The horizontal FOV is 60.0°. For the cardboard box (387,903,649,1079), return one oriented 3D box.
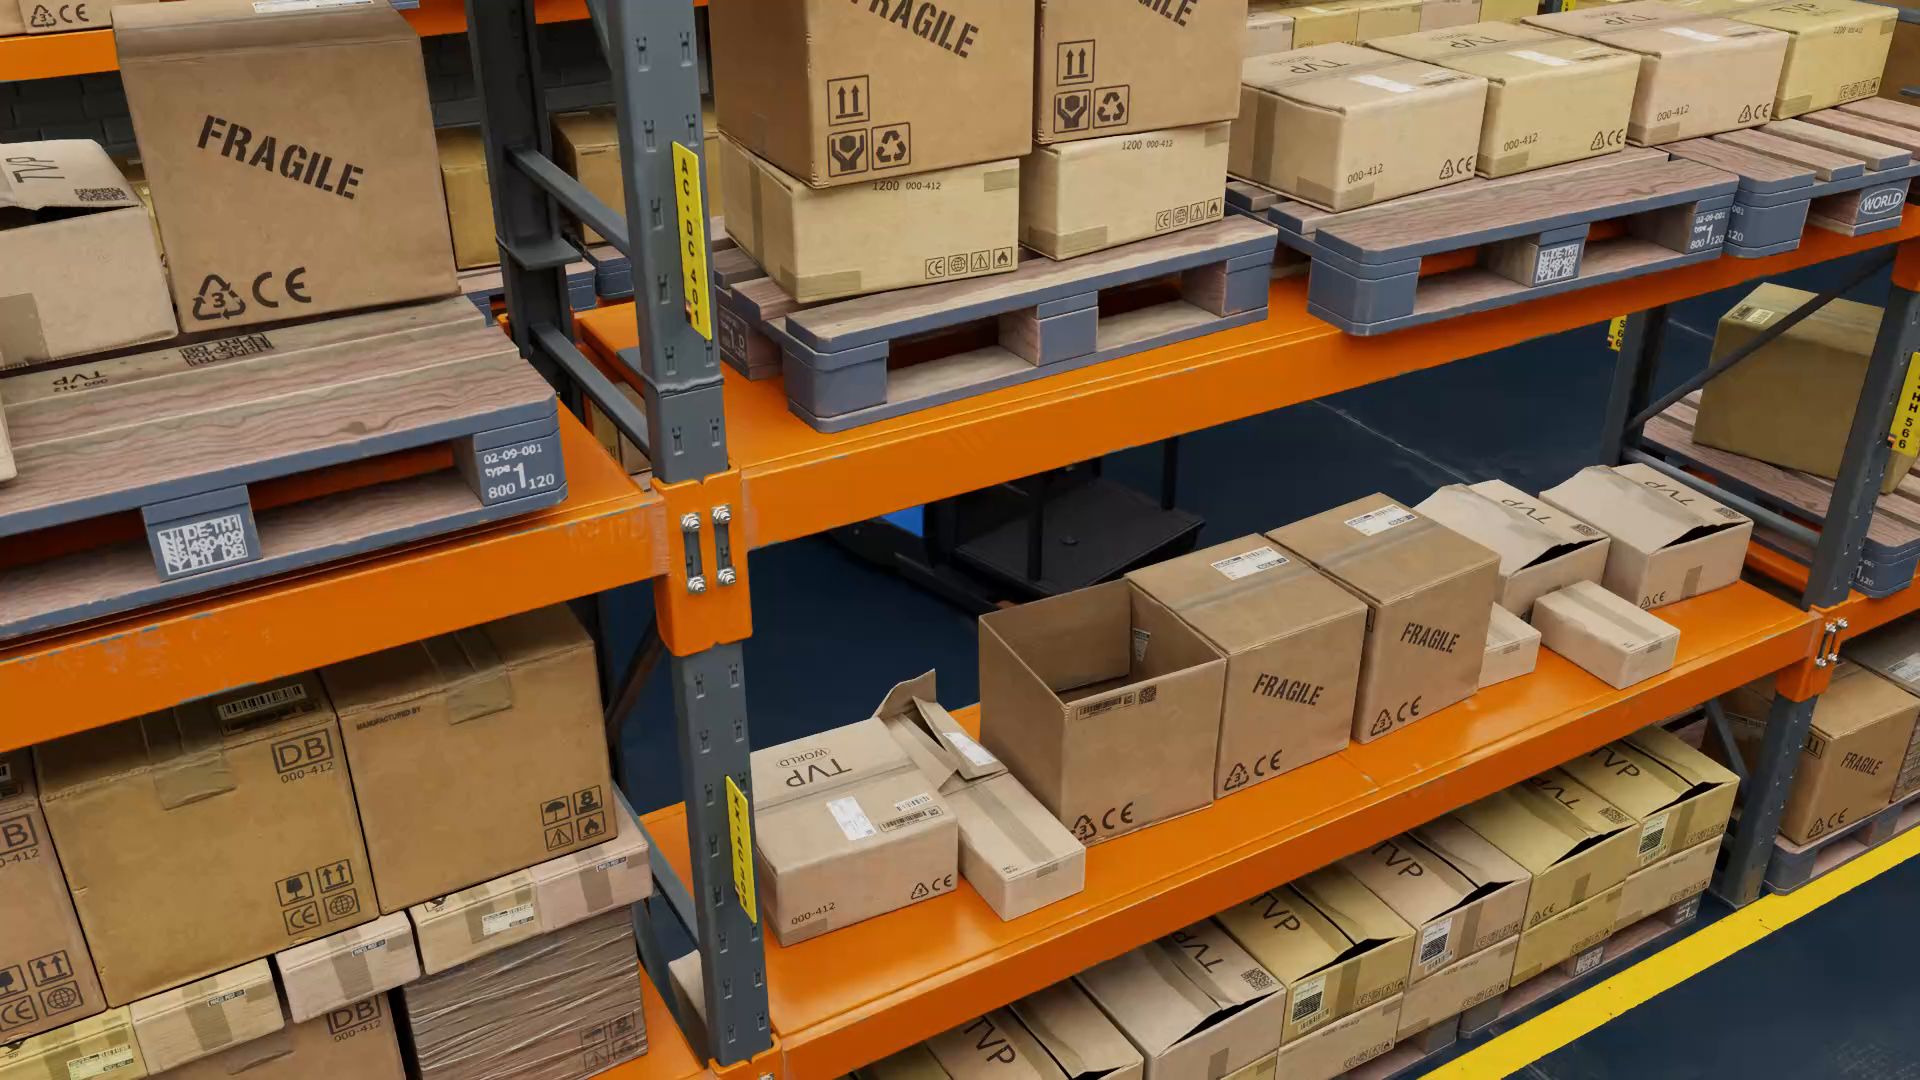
[{"bbox_3d":[-1.120,0.902,3.908,0.500,0.500,0.700,-17,33,-28],"label":"cardboard box"}]

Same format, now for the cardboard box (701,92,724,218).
[{"bbox_3d":[-1.268,-2.011,8.730,0.500,0.500,0.700,-16,33,-26],"label":"cardboard box"}]

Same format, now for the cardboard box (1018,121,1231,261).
[{"bbox_3d":[0.267,-0.880,3.856,0.500,0.250,0.500,-19,34,-31],"label":"cardboard box"}]

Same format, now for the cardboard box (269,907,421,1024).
[{"bbox_3d":[-1.305,0.787,3.445,0.250,0.149,0.380,-17,33,-28],"label":"cardboard box"}]

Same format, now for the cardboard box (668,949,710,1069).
[{"bbox_3d":[-0.537,1.390,4.957,0.500,0.311,0.500,-16,33,-26],"label":"cardboard box"}]

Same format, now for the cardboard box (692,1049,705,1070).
[{"bbox_3d":[-0.530,1.632,5.100,0.500,0.250,0.500,-16,33,-27],"label":"cardboard box"}]

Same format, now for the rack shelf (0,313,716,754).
[{"bbox_3d":[-2.465,0.325,2.696,4.000,0.370,1.077,-16,33,-26],"label":"rack shelf"}]

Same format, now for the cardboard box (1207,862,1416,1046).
[{"bbox_3d":[1.066,1.234,5.240,0.500,0.311,0.500,-15,32,-25],"label":"cardboard box"}]

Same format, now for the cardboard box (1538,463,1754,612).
[{"bbox_3d":[2.372,-0.035,5.801,0.500,0.311,0.500,-14,32,-23],"label":"cardboard box"}]

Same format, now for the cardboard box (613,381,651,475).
[{"bbox_3d":[-1.747,-0.769,9.171,0.500,0.500,0.700,-15,32,-26],"label":"cardboard box"}]

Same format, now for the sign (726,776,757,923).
[{"bbox_3d":[-0.458,0.651,3.487,0.005,0.325,0.100,-16,33,-26],"label":"sign"}]

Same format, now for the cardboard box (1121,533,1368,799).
[{"bbox_3d":[0.816,0.358,4.894,0.500,0.500,0.500,-16,33,-26],"label":"cardboard box"}]

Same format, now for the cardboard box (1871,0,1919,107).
[{"bbox_3d":[3.067,-1.623,5.378,0.500,0.500,0.910,-16,33,-26],"label":"cardboard box"}]

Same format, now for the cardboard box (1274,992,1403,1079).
[{"bbox_3d":[1.058,1.482,5.371,0.500,0.250,0.500,-15,32,-25],"label":"cardboard box"}]

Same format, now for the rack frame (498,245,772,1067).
[{"bbox_3d":[-0.741,0.834,4.134,0.127,3.000,1.000,-16,33,-26],"label":"rack frame"}]

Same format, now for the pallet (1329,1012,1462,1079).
[{"bbox_3d":[0.928,1.558,5.709,1.213,0.211,1.003,-16,33,-26],"label":"pallet"}]

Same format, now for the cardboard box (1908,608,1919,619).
[{"bbox_3d":[4.129,0.513,6.847,0.500,0.500,0.500,-16,33,-27],"label":"cardboard box"}]

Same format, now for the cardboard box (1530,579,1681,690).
[{"bbox_3d":[2.072,0.300,5.361,0.250,0.149,0.380,-16,33,-26],"label":"cardboard box"}]

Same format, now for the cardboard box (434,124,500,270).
[{"bbox_3d":[-2.312,-1.709,8.184,0.500,0.500,0.700,-12,31,-21],"label":"cardboard box"}]

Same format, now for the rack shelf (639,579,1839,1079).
[{"bbox_3d":[0.984,0.660,5.195,4.000,0.370,1.077,-16,33,-26],"label":"rack shelf"}]

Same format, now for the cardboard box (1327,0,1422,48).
[{"bbox_3d":[2.485,-3.231,10.292,0.500,0.250,0.500,-15,32,-25],"label":"cardboard box"}]

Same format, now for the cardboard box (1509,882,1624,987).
[{"bbox_3d":[1.935,1.233,5.822,0.500,0.250,0.500,-16,33,-27],"label":"cardboard box"}]

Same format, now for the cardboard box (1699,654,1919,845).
[{"bbox_3d":[3.245,0.764,6.392,0.500,0.500,0.500,-14,32,-24],"label":"cardboard box"}]

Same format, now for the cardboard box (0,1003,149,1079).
[{"bbox_3d":[-1.745,0.911,3.221,0.250,0.149,0.380,-16,33,-27],"label":"cardboard box"}]

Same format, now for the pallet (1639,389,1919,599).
[{"bbox_3d":[3.257,-0.256,6.308,1.003,0.211,1.213,-16,33,-26],"label":"pallet"}]

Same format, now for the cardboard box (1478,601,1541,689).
[{"bbox_3d":[1.637,0.301,5.361,0.250,0.149,0.380,-13,32,-23],"label":"cardboard box"}]

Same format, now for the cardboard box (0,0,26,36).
[{"bbox_3d":[-4.006,-2.249,6.493,0.500,0.500,0.500,-19,34,-30],"label":"cardboard box"}]

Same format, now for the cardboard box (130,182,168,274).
[{"bbox_3d":[-3.505,-1.255,7.279,0.500,0.500,0.500,-16,33,-26],"label":"cardboard box"}]

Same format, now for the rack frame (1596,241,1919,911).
[{"bbox_3d":[2.708,-0.145,5.908,0.127,3.000,1.000,-16,33,-26],"label":"rack frame"}]

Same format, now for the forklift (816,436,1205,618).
[{"bbox_3d":[0.498,-1.045,7.610,3.031,2.935,1.130,25,38,38],"label":"forklift"}]

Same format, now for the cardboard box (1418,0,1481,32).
[{"bbox_3d":[2.925,-3.356,10.518,0.500,0.250,0.500,-15,32,-25],"label":"cardboard box"}]

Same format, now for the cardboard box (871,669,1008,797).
[{"bbox_3d":[-0.076,0.601,4.695,0.258,0.266,0.396,-17,33,-28],"label":"cardboard box"}]

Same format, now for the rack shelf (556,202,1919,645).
[{"bbox_3d":[0.984,-0.654,4.470,4.000,0.370,1.077,-16,33,-26],"label":"rack shelf"}]

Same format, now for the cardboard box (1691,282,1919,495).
[{"bbox_3d":[3.194,-0.574,6.147,0.700,0.500,0.500,22,36,34],"label":"cardboard box"}]

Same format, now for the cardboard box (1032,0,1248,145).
[{"bbox_3d":[0.290,-1.209,3.677,0.500,0.500,0.500,-13,31,-22],"label":"cardboard box"}]

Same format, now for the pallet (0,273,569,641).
[{"bbox_3d":[-1.463,-0.221,3.033,1.213,0.211,1.003,-16,33,-26],"label":"pallet"}]

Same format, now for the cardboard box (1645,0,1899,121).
[{"bbox_3d":[2.345,-1.442,4.874,0.500,0.250,0.500,-19,34,-30],"label":"cardboard box"}]

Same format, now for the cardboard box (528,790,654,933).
[{"bbox_3d":[-0.867,0.662,3.671,0.250,0.149,0.380,-16,33,-26],"label":"cardboard box"}]

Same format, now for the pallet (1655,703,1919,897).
[{"bbox_3d":[3.371,0.909,6.885,1.213,0.211,1.003,-16,33,-26],"label":"pallet"}]

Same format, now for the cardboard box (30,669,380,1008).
[{"bbox_3d":[-1.555,0.458,3.370,0.500,0.500,0.700,-16,33,-26],"label":"cardboard box"}]

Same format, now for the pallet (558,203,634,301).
[{"bbox_3d":[-1.491,-1.622,8.783,1.213,0.211,1.003,-16,33,-26],"label":"pallet"}]

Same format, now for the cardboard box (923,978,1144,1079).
[{"bbox_3d":[0.176,1.491,4.775,0.500,0.311,0.500,-16,33,-27],"label":"cardboard box"}]

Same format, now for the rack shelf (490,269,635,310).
[{"bbox_3d":[-1.529,-1.403,8.933,4.000,0.370,1.077,-16,33,-26],"label":"rack shelf"}]

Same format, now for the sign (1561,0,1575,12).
[{"bbox_3d":[3.927,-3.435,10.754,0.005,0.325,0.100,-16,33,-26],"label":"sign"}]

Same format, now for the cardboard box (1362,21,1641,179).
[{"bbox_3d":[1.403,-1.171,4.383,0.500,0.250,0.500,-17,33,-27],"label":"cardboard box"}]

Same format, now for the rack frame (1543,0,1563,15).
[{"bbox_3d":[3.644,-3.187,11.420,0.127,3.000,1.000,-16,33,-26],"label":"rack frame"}]

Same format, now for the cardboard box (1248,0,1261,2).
[{"bbox_3d":[1.786,-3.312,10.439,0.500,0.250,0.500,-17,33,-27],"label":"cardboard box"}]

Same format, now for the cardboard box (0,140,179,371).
[{"bbox_3d":[-1.774,-0.540,3.032,0.500,0.311,0.500,-18,34,-29],"label":"cardboard box"}]

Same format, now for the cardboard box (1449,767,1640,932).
[{"bbox_3d":[1.936,0.990,5.682,0.500,0.311,0.500,-16,33,-27],"label":"cardboard box"}]

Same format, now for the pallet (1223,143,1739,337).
[{"bbox_3d":[1.205,-0.897,4.362,1.213,0.211,1.003,-14,32,-24],"label":"pallet"}]
